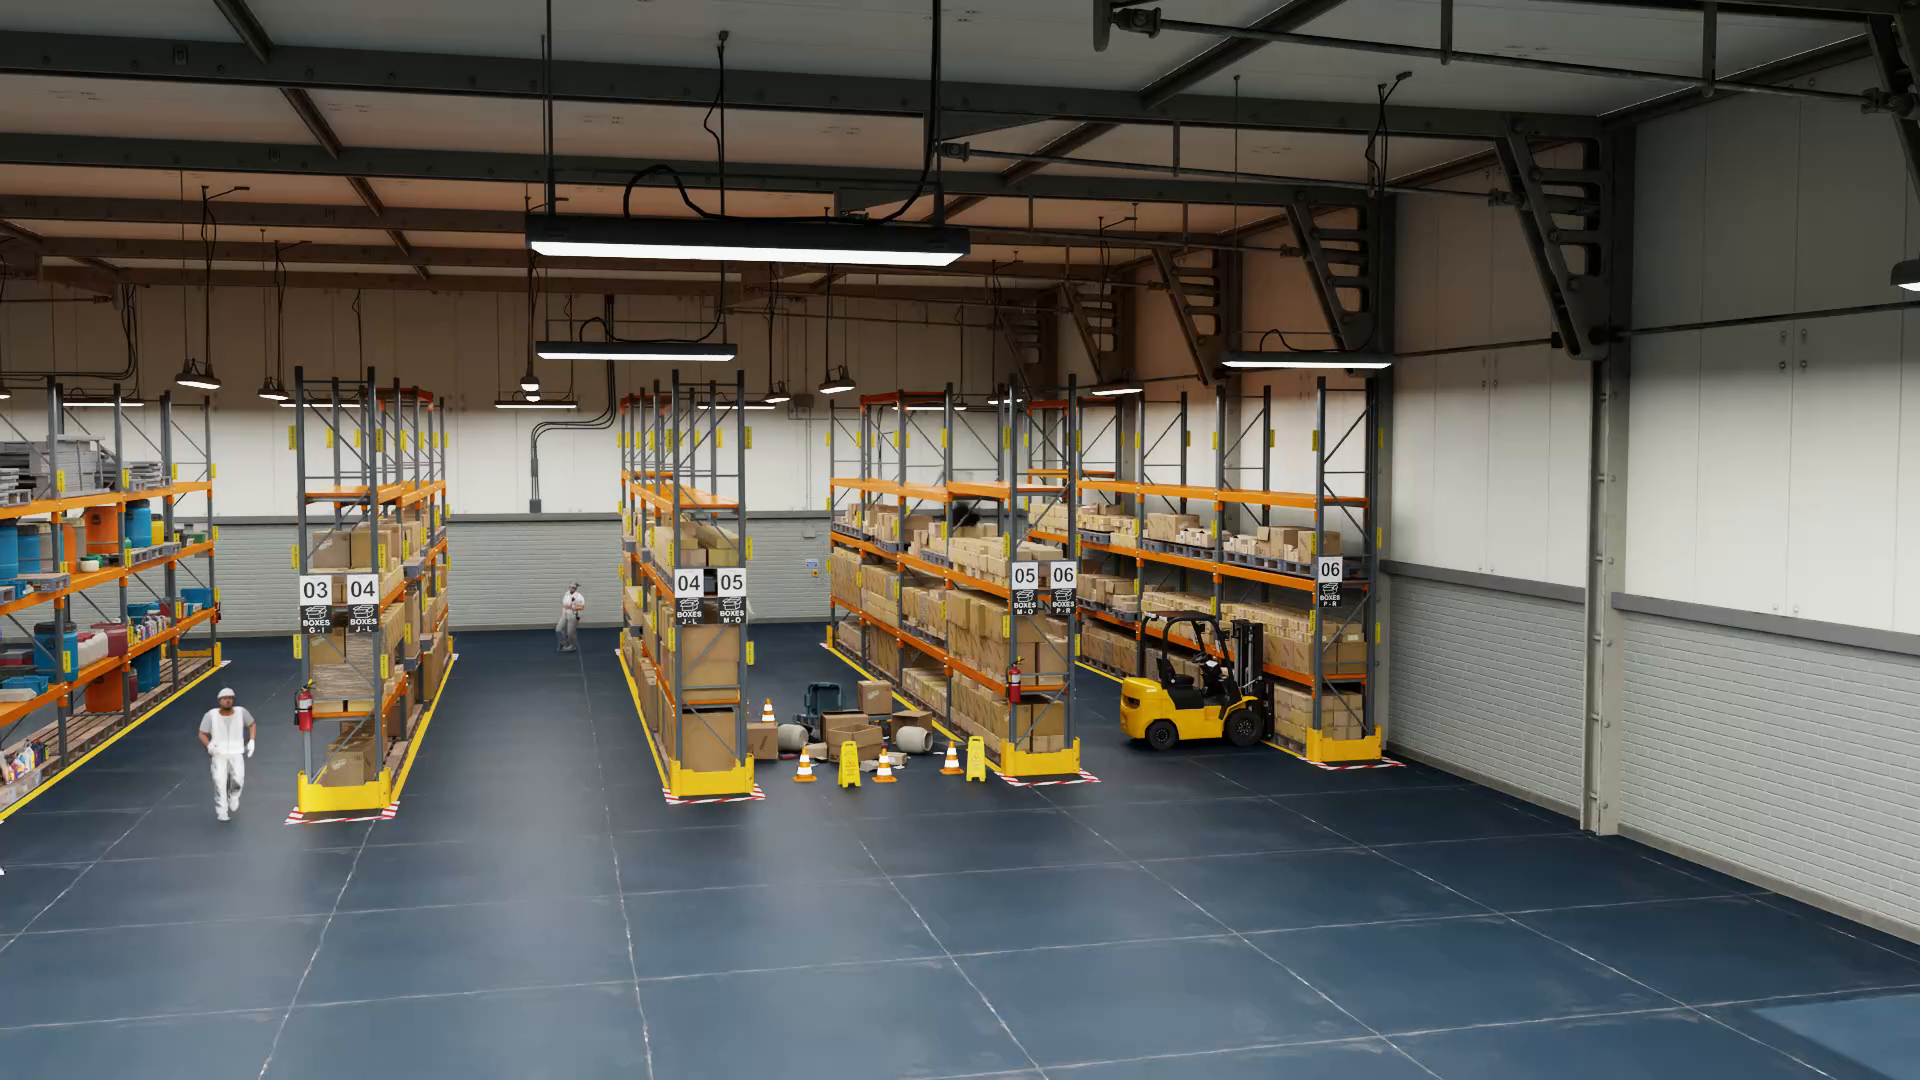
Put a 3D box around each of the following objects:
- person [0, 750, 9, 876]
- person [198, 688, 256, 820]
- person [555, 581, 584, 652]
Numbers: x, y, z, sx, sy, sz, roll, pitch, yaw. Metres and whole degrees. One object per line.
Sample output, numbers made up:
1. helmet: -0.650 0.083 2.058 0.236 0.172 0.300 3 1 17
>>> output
1. person: -11.365 3.010 19.347 0.812 1.704 0.544 1 4 24
2. person: -9.676 2.823 22.003 0.719 1.742 0.597 -2 4 -31
3. person: -9.197 1.834 39.308 0.813 1.750 0.667 2 4 26
